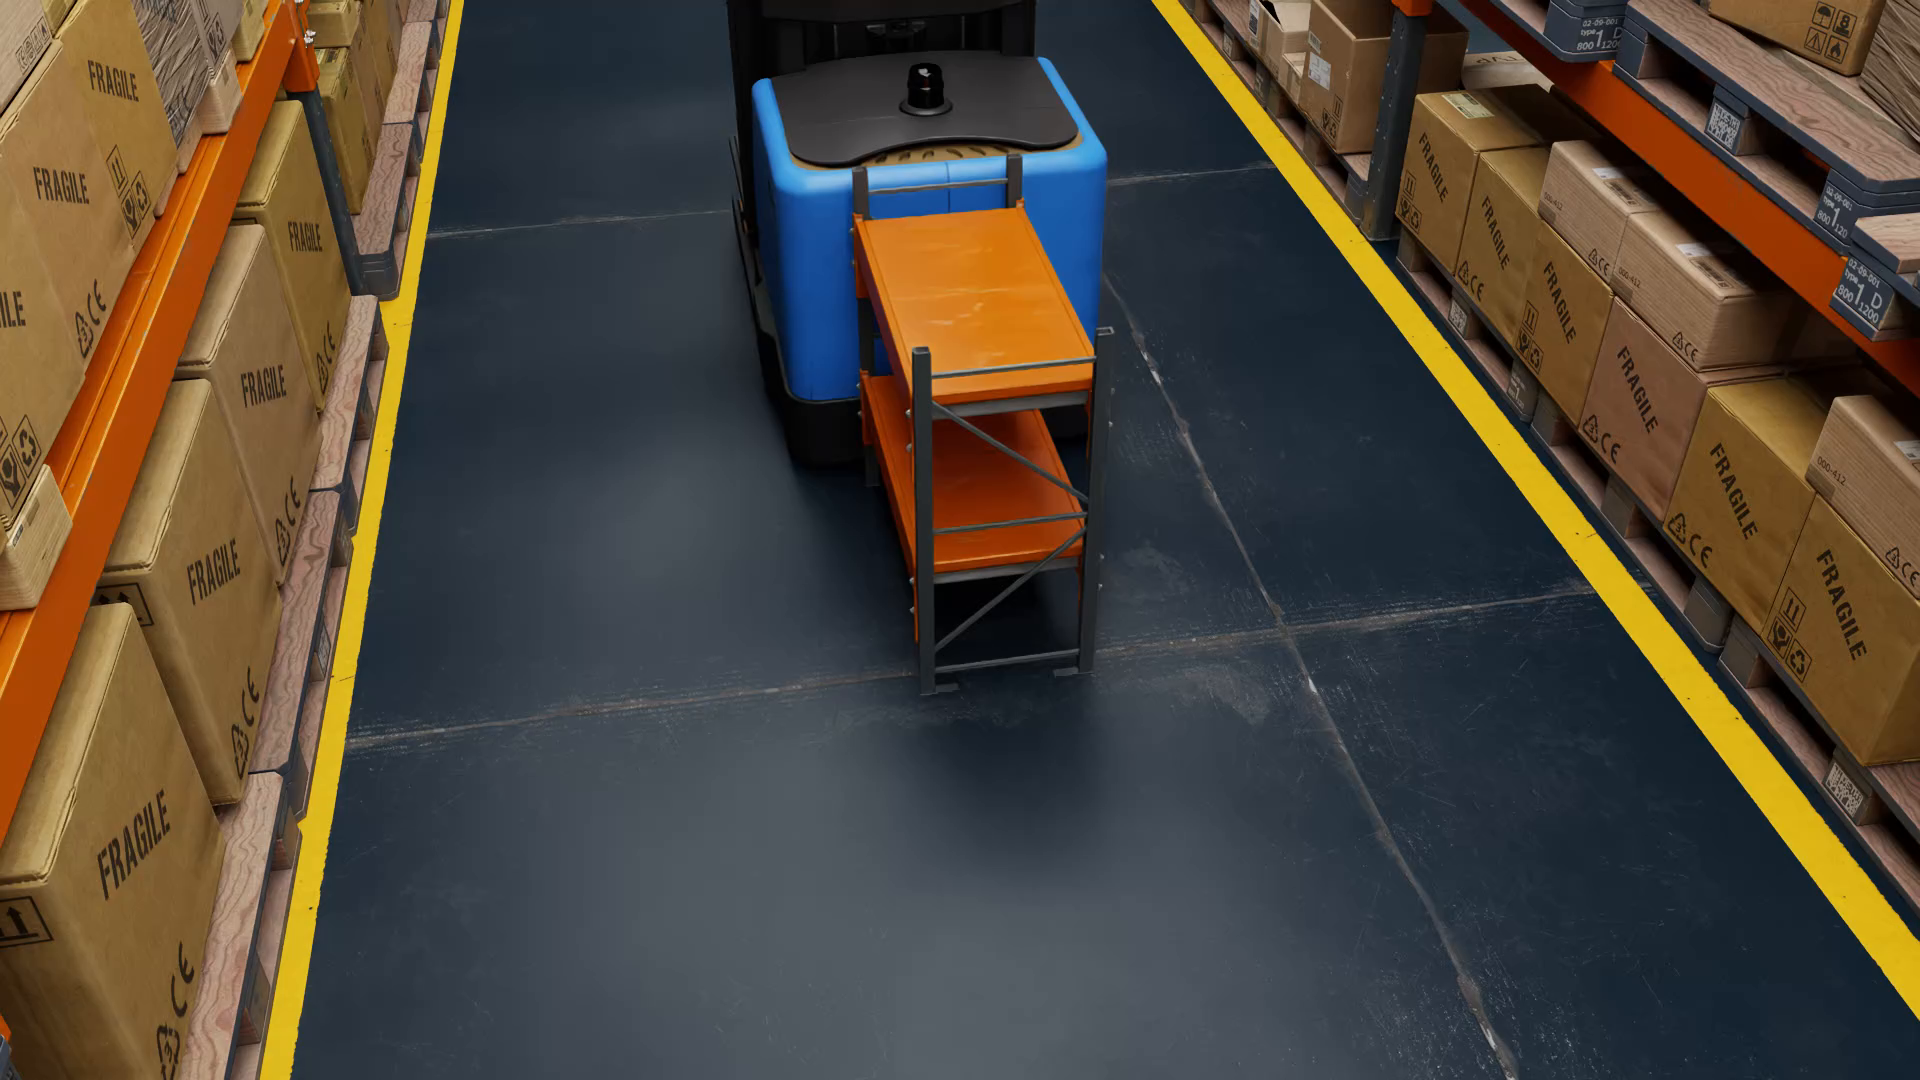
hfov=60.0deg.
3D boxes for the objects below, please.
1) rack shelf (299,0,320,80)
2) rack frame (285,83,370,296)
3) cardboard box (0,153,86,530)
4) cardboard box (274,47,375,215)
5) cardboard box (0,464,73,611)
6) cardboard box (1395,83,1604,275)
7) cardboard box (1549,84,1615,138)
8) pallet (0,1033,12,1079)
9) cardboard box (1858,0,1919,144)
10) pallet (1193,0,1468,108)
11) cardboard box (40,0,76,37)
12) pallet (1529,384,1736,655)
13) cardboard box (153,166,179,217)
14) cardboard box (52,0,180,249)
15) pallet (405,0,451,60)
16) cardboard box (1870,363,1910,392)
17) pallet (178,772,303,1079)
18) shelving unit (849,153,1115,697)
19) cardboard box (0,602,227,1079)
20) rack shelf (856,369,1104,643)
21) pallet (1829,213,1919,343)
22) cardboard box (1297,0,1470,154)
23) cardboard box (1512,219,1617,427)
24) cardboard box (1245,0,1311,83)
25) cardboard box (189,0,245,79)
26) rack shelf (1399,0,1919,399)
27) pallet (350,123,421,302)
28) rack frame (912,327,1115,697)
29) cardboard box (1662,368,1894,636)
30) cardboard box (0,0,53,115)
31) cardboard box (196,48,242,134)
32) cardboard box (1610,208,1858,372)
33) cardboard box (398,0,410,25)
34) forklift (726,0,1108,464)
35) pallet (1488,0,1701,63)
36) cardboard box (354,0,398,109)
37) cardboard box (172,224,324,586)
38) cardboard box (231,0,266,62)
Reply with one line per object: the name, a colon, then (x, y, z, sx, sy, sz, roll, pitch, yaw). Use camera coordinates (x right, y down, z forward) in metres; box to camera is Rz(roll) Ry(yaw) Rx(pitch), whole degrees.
rack shelf: (-3.068, -2.878, 7.096, 1.077, 0.370, 4.000, -6, 38, -8)
rack frame: (-2.717, -1.954, 5.320, 1.000, 3.000, 0.127, -6, 38, -8)
cardboard box: (-1.932, -0.341, 2.904, 0.500, 0.500, 0.500, -5, 38, -6)
cardboard box: (-2.748, -1.595, 6.554, 0.700, 0.500, 0.500, -6, 38, -7)
cardboard box: (-1.845, 0.007, 2.985, 0.380, 0.149, 0.250, -5, 38, -7)
cardboard box: (2.004, -1.357, 6.231, 0.500, 0.500, 0.500, -8, 39, -10)
cardboard box: (2.527, -1.408, 6.297, 0.500, 0.500, 0.500, -6, 38, -8)
pallet: (-1.786, 0.957, 1.730, 1.213, 0.211, 1.003, -6, 38, -8)
cardboard box: (2.666, -1.219, 3.951, 0.700, 0.500, 0.500, 0, 38, 1)
pallet: (1.822, -2.541, 8.349, 1.003, 0.211, 1.213, -6, 38, -8)
cardboard box: (-2.124, -1.235, 3.443, 0.500, 0.250, 0.500, -7, 38, -9)
pallet: (2.556, -0.162, 5.287, 1.003, 0.211, 1.213, -6, 38, -8)
cardboard box: (-2.200, -0.917, 4.174, 0.380, 0.149, 0.250, -7, 38, -9)
cardboard box: (-2.117, -0.955, 3.693, 0.500, 0.500, 0.500, -5, 38, -7)
pallet: (-3.202, -2.794, 8.675, 1.003, 0.211, 1.213, -6, 38, -8)
cardboard box: (2.881, -0.184, 4.721, 0.500, 0.500, 0.500, -7, 38, -9)
pallet: (-2.080, 1.079, 3.689, 1.003, 0.211, 1.213, -6, 38, -8)
shelving unit: (0.033, -0.347, 4.780, 0.538, 1.125, 1.048, -7, 38, -9)
cardboard box: (-2.016, 0.687, 3.331, 0.750, 0.750, 0.750, -7, 38, -9)
rack shelf: (0.033, -0.154, 4.930, 0.538, 0.278, 1.000, -7, 38, -9)
pallet: (2.672, -0.399, 3.475, 1.213, 0.211, 1.003, -6, 38, -8)
cardboard box: (1.780, -1.989, 7.044, 0.500, 0.500, 0.500, -6, 38, -8)
cardboard box: (2.188, -0.734, 5.428, 0.500, 0.500, 0.500, -6, 38, -7)
cardboard box: (1.648, -2.368, 7.686, 0.500, 0.311, 0.500, -6, 38, -8)
cardboard box: (-2.289, -1.560, 4.473, 0.500, 0.500, 0.500, -6, 38, -8)
rack shelf: (2.509, -0.997, 4.675, 1.077, 0.370, 4.000, -6, 38, -8)
pallet: (-2.774, -1.320, 6.778, 1.003, 0.211, 1.213, -6, 38, -8)
rack frame: (0.131, -0.041, 4.387, 0.500, 1.125, 0.032, -7, 38, -9)
cardboard box: (2.375, -0.112, 4.628, 0.500, 0.500, 0.500, -8, 38, -10)
cardboard box: (-2.028, -0.927, 3.047, 0.500, 0.250, 0.500, -6, 38, -8)
cardboard box: (-2.207, -1.224, 4.570, 0.380, 0.149, 0.250, -6, 38, -8)
cardboard box: (2.268, -0.746, 4.833, 0.500, 0.250, 0.500, -7, 38, -9)
cardboard box: (-3.110, -2.834, 8.149, 0.700, 0.500, 0.500, -6, 38, -8)
forklift: (-0.322, -2.310, 5.834, 1.130, 2.935, 3.031, -7, 38, -9)
pallet: (2.191, -1.919, 5.431, 1.003, 0.211, 1.213, -6, 38, -8)
cardboard box: (-2.920, -2.209, 7.344, 0.700, 0.500, 0.500, -5, 38, -7)
cardboard box: (-2.317, -0.356, 4.673, 0.750, 0.750, 0.750, -5, 38, -7)
cardboard box: (-2.312, -1.539, 4.974, 0.380, 0.149, 0.250, -6, 38, -7)
